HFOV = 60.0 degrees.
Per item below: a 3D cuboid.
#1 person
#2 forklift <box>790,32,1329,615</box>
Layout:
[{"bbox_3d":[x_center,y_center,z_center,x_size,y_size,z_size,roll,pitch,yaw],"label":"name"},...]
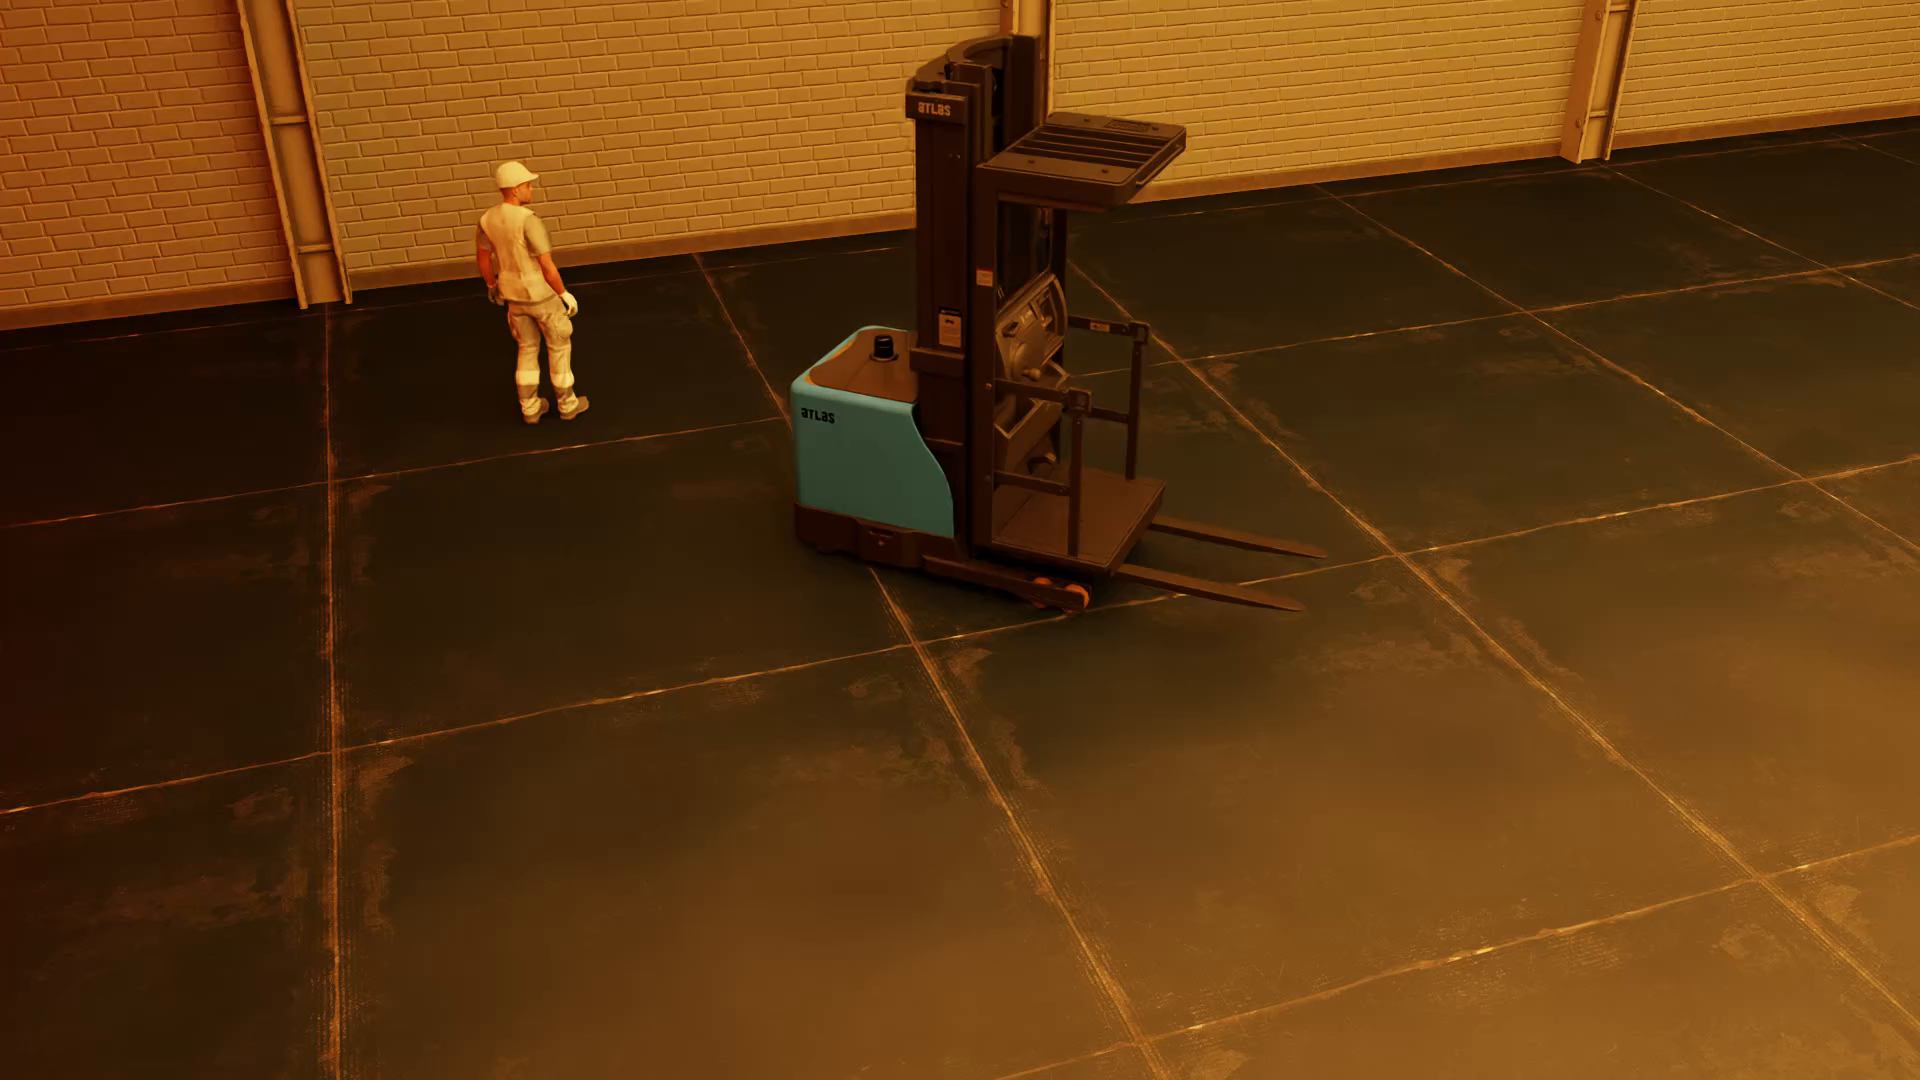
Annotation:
[{"bbox_3d":[-2.833,-1.654,11.115,0.722,1.786,0.444,11,32,19],"label":"person"},{"bbox_3d":[0.579,-1.154,9.093,3.031,2.935,1.130,12,32,20],"label":"forklift"}]
